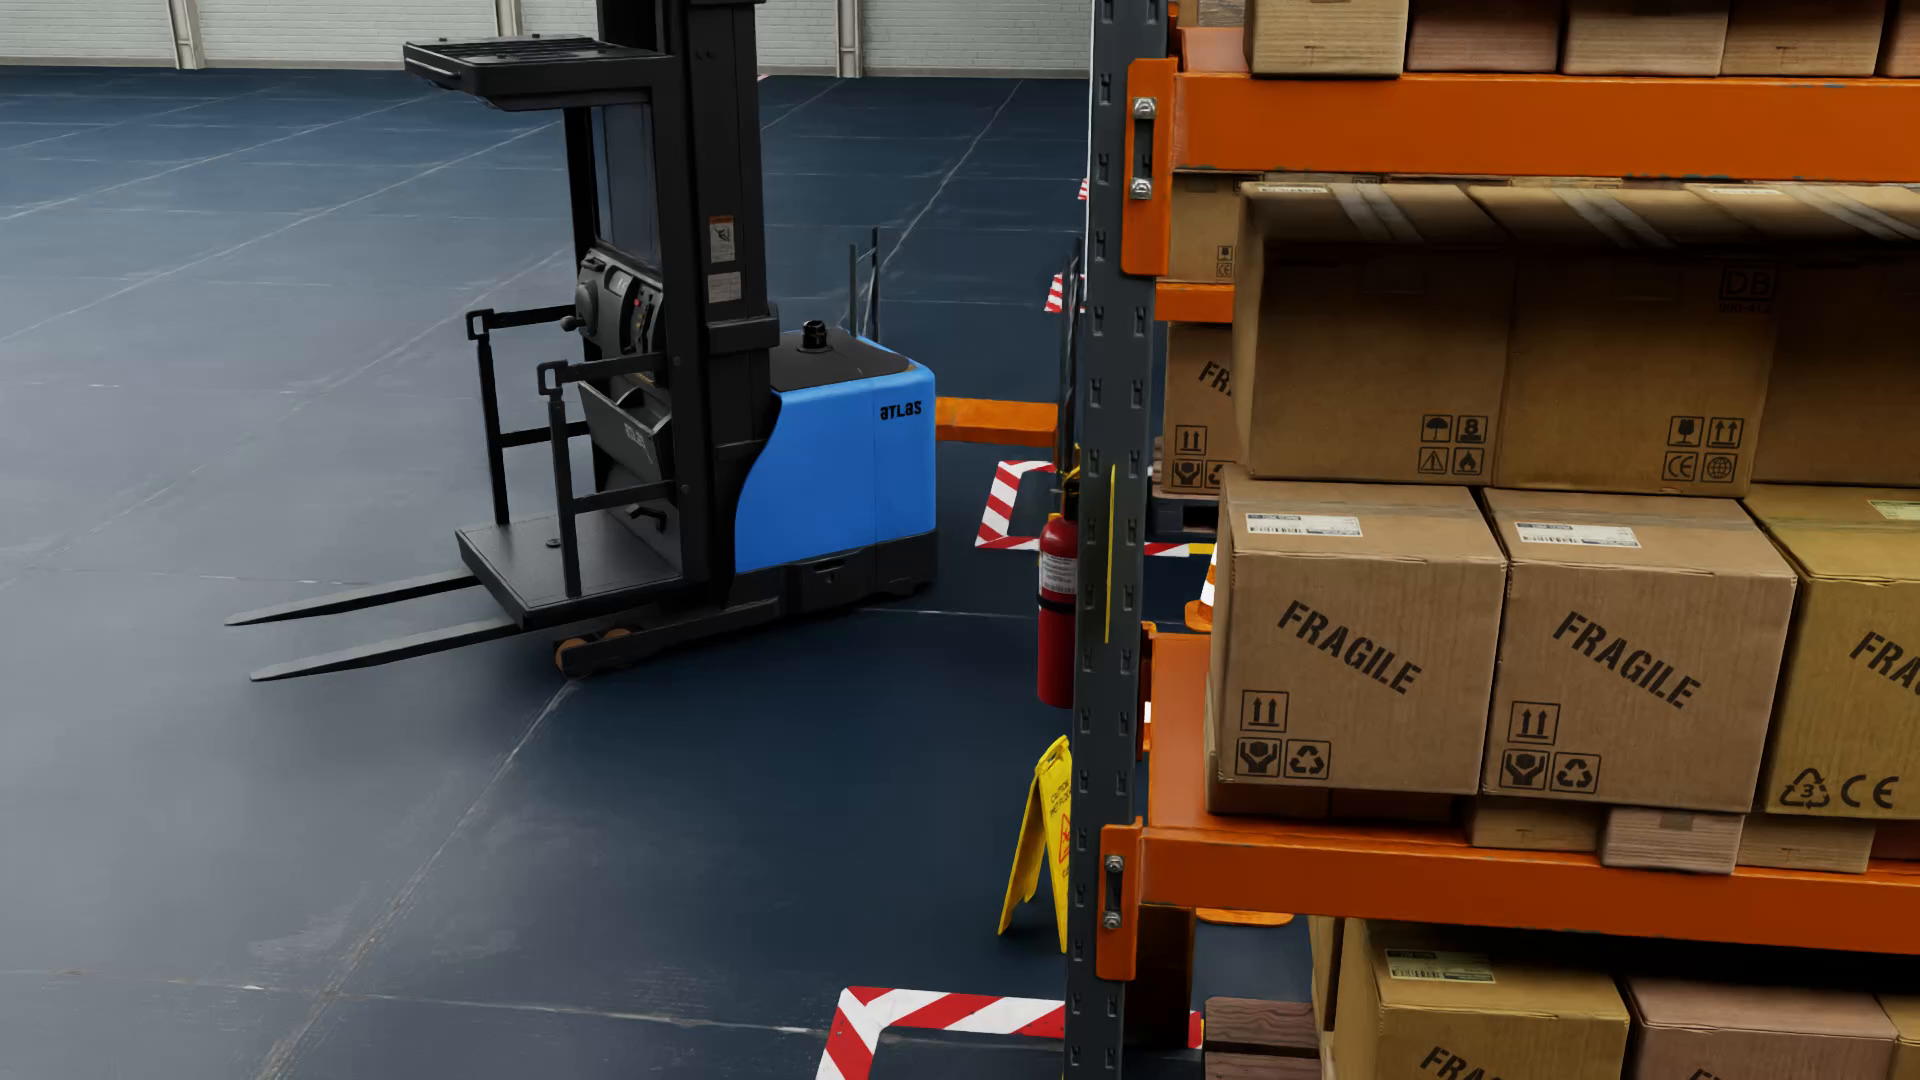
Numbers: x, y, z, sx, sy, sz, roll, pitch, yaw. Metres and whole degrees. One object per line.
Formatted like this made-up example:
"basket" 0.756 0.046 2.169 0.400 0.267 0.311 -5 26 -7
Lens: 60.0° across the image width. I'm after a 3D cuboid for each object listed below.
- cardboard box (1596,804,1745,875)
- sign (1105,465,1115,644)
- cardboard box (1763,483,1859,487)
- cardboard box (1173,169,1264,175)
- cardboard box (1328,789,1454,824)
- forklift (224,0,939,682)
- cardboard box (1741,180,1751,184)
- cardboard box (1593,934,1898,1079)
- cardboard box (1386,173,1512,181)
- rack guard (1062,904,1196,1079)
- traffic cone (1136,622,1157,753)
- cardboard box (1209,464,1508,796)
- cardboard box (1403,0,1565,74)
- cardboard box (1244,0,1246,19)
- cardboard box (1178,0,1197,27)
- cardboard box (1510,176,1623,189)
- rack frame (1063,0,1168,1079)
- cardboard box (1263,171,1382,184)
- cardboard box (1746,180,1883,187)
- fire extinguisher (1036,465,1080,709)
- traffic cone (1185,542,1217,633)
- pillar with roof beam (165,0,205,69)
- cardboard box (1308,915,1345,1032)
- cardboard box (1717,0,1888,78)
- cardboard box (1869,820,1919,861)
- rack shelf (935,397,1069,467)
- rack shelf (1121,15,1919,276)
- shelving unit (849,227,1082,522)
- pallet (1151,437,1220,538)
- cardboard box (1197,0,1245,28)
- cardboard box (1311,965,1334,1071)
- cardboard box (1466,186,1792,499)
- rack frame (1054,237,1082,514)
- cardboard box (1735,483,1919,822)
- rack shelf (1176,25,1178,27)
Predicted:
"cardboard box" 1.411 0.513 3.405 0.250 0.149 0.380 3 22 7
"sign" 0.281 0.027 3.115 0.005 0.325 0.100 2 22 6
"cardboard box" 1.910 0.015 3.781 0.500 0.500 0.500 2 22 6
"cardboard box" 1.191 -2.122 8.055 0.550 0.550 0.875 2 22 6
"cardboard box" 0.911 0.444 3.579 0.250 0.149 0.380 3 22 7
"forklift" -1.625 -1.003 6.989 3.031 2.935 1.130 -13 25 -29
"cardboard box" 3.883 -1.504 7.961 0.550 0.550 0.875 2 22 6
"cardboard box" 1.657 1.123 3.667 0.500 0.500 0.500 2 22 4
"cardboard box" 2.288 -2.058 7.894 0.550 0.550 0.875 2 22 6
"rack guard" 0.421 1.397 4.227 0.348 0.500 1.175 2 22 6
"traffic cone" 0.717 0.538 6.449 0.334 0.463 0.336 2 22 6
"cardboard box" 0.783 0.168 3.395 0.500 0.500 0.500 2 22 5
"cardboard box" 0.908 -0.935 2.988 0.250 0.149 0.380 2 22 5
"cardboard box" 0.732 -1.134 3.490 0.250 0.149 0.380 3 22 7
"cardboard box" 3.143 -7.025 21.994 0.500 0.500 0.700 3 22 6
"cardboard box" 2.822 -1.557 8.095 0.500 0.550 0.875 2 22 6
"rack frame" 0.345 0.231 3.776 0.127 3.000 1.000 2 22 6
"cardboard box" 1.750 -1.635 8.292 0.550 0.550 0.875 2 22 6
"cardboard box" 3.877 -1.989 7.719 0.550 0.550 0.875 2 22 6
"fire extinguisher" 0.286 0.094 4.228 0.183 0.674 0.296 2 22 6
"traffic cone" 1.188 0.141 7.455 0.334 0.463 0.336 2 22 6
"pillar with roof beam" -14.324 -11.095 24.264 0.400 9.000 9.100 2 22 6
"cardboard box" 1.171 0.905 4.219 0.500 0.500 0.500 3 22 7
"cardboard box" 1.415 -0.910 2.923 0.250 0.149 0.380 2 22 6
"cardboard box" 1.941 0.501 3.434 0.250 0.149 0.380 3 22 8
"rack shelf" 0.024 -0.562 8.288 1.000 0.185 0.538 4 20 9
"rack shelf" 2.331 -0.743 3.137 4.000 0.370 1.077 2 22 6
"shelving unit" 0.036 -0.730 8.225 1.083 1.500 0.587 4 20 9
"pallet" 1.630 -0.278 8.855 1.213 0.211 1.003 2 22 6
"cardboard box" 2.025 -3.914 12.359 0.500 0.500 0.500 2 22 6
"cardboard box" 1.203 1.252 4.361 0.500 0.250 0.500 2 22 6
"cardboard box" 1.380 -0.452 3.602 0.500 0.500 0.700 3 22 7
"rack frame" 0.527 -0.692 8.143 0.032 1.500 0.500 4 20 9
"cardboard box" 1.804 0.211 3.286 0.500 0.500 0.500 2 22 5
"rack shelf" 4.667 -6.583 21.989 4.000 0.370 1.077 2 22 6
